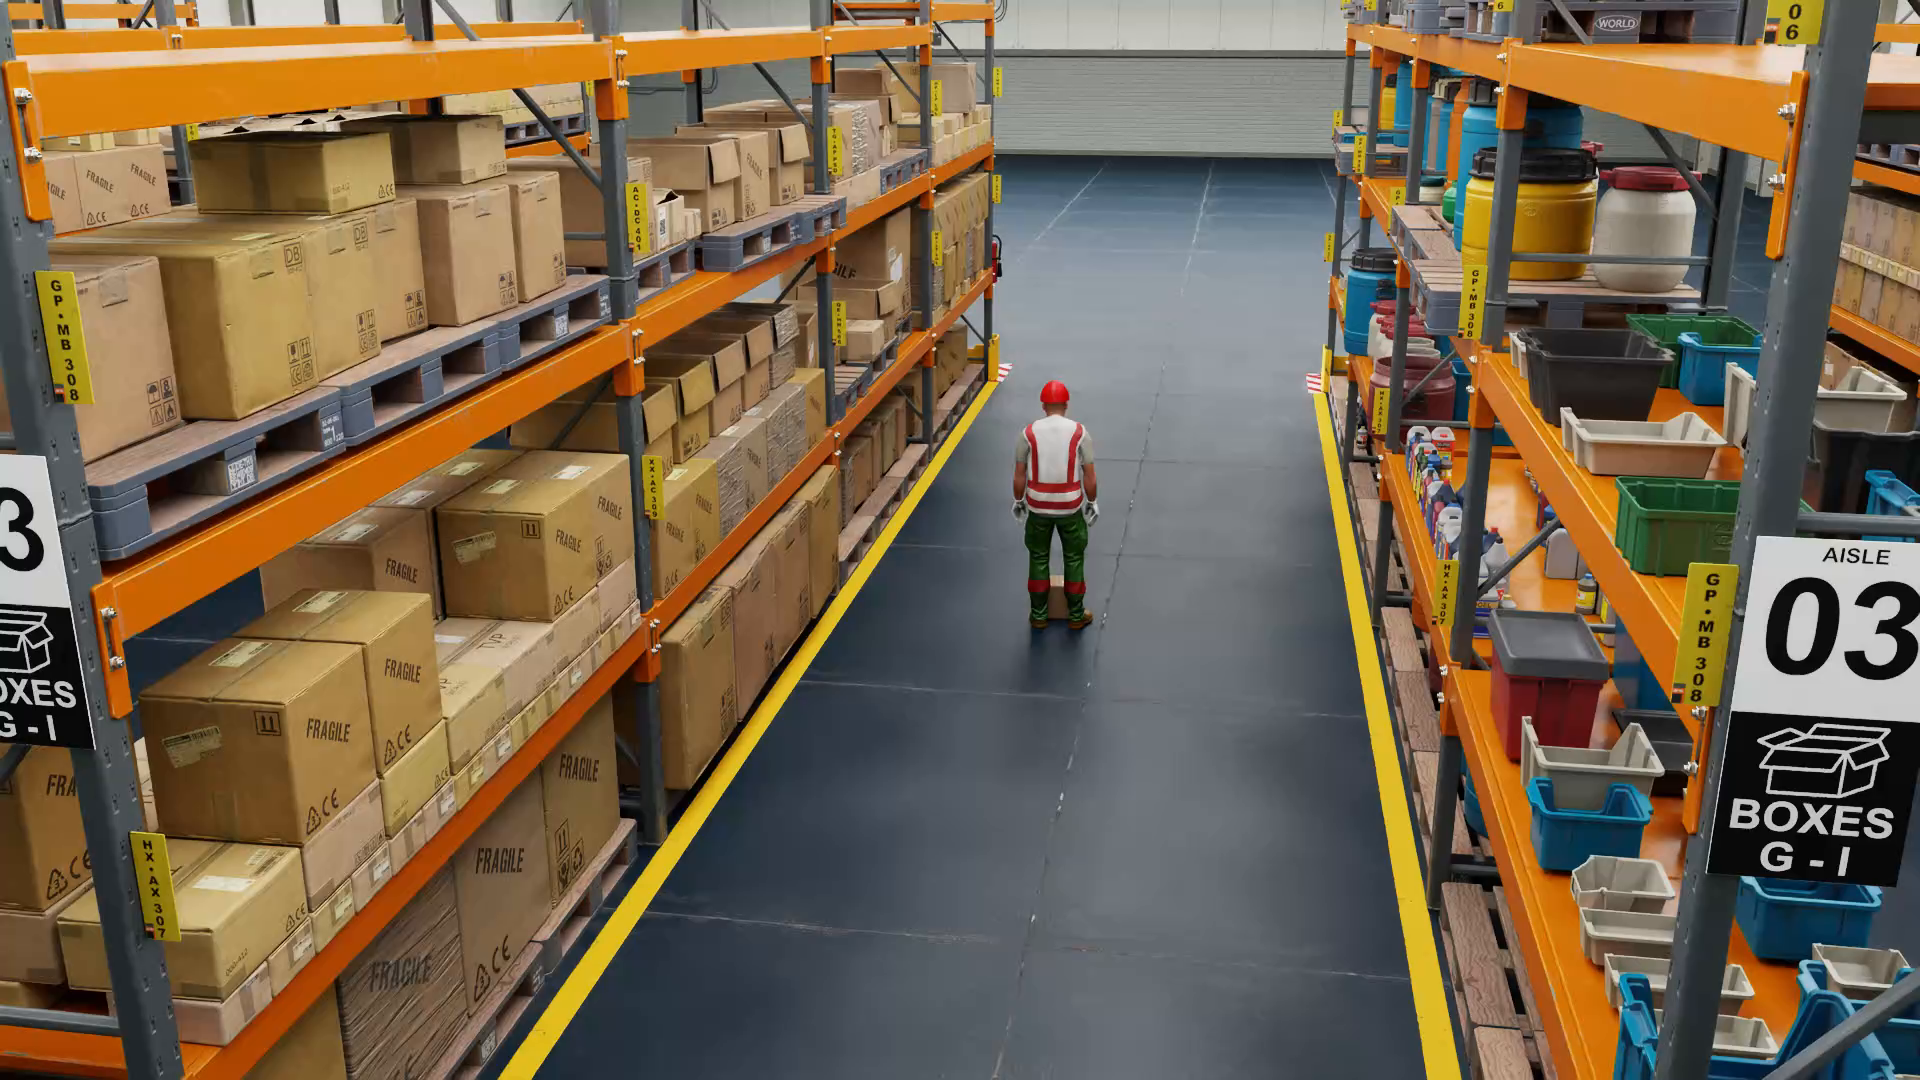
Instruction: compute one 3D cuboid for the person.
[{"bbox_3d":[0.677,-0.243,11.790,0.619,1.779,0.455,2,18,8],"label":"person"}]
